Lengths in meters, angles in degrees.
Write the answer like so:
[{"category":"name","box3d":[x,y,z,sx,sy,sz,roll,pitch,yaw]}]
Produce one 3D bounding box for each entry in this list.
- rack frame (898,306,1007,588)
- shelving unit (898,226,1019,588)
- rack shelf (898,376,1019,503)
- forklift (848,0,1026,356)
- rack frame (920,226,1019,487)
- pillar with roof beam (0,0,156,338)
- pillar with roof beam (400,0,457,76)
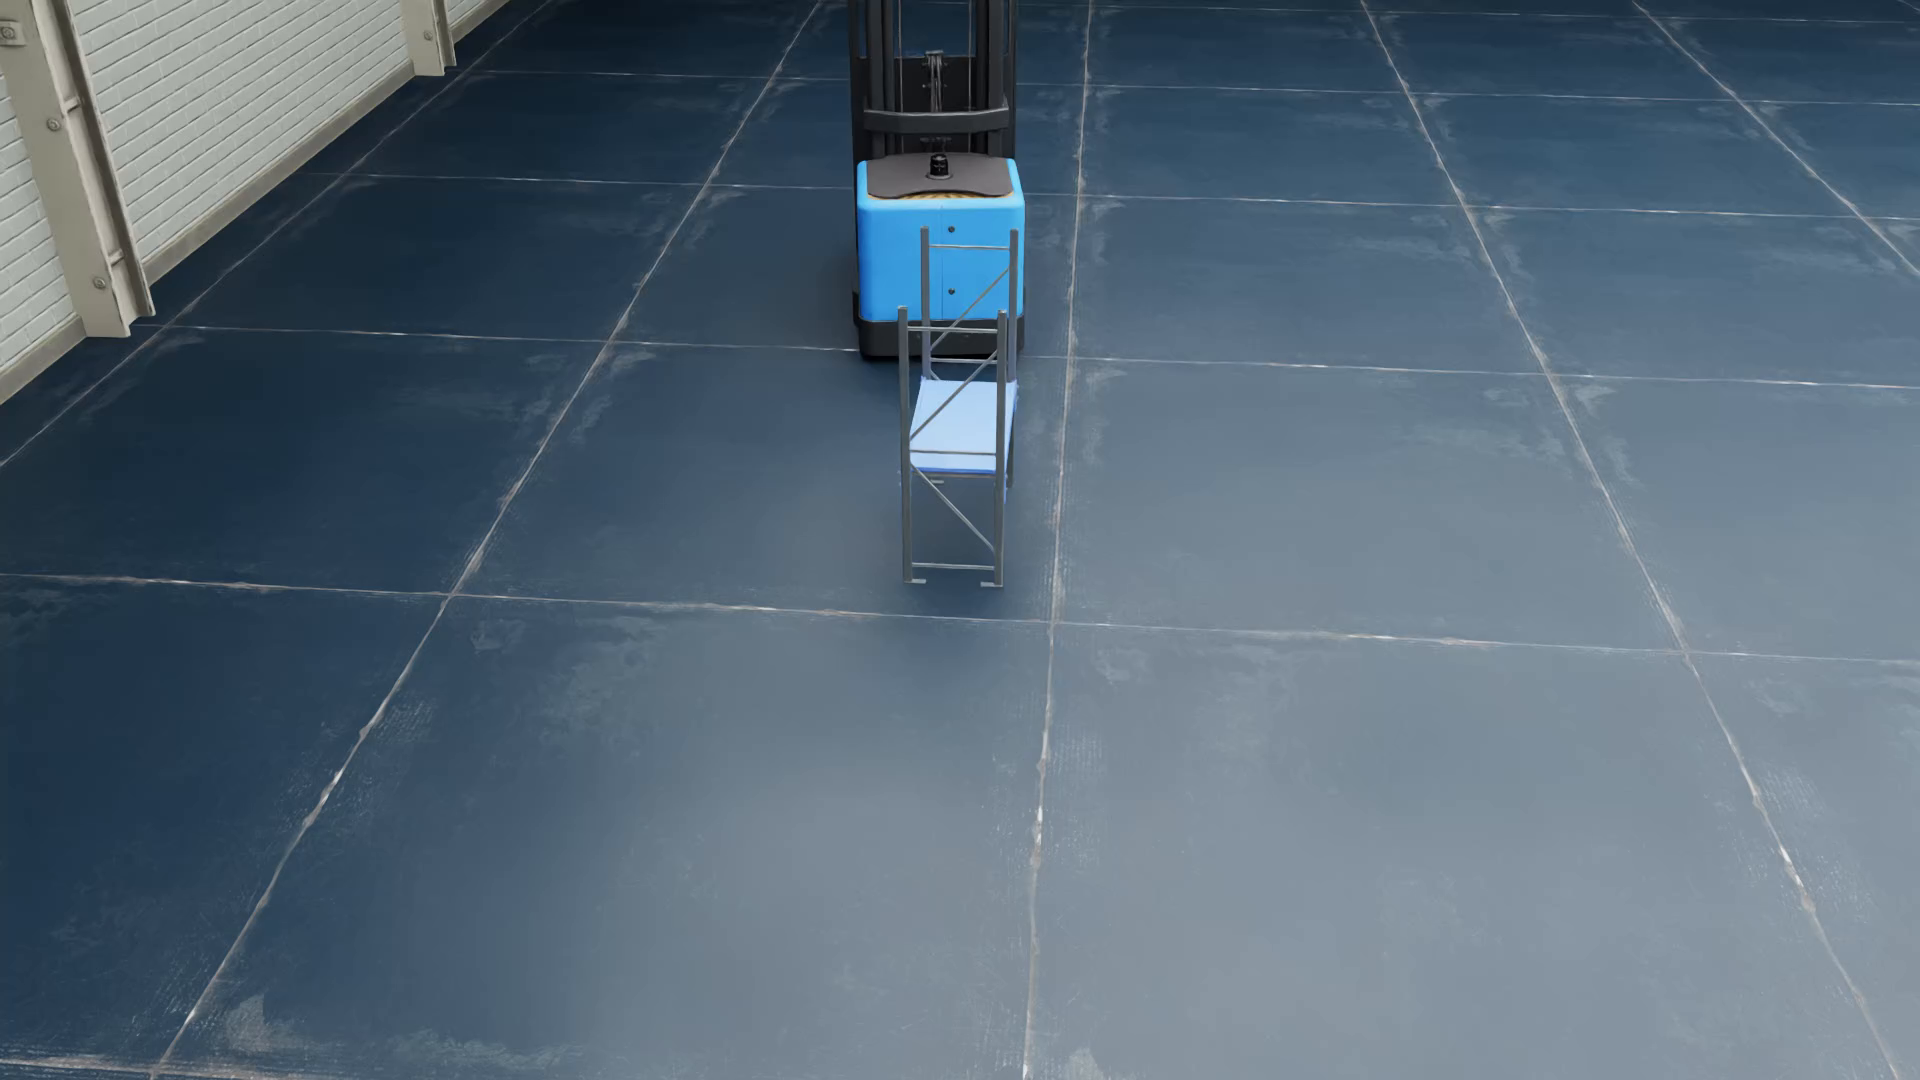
[{"category":"rack frame","box3d":[-0.034,-0.417,7.998,0.500,1.500,0.032,2,32,4]},{"category":"shelving unit","box3d":[0.007,-0.683,8.429,0.538,1.500,1.048,2,32,4]},{"category":"rack shelf","box3d":[0.007,-0.530,8.523,0.538,0.185,1.000,2,32,4]},{"category":"forklift","box3d":[-0.187,-3.150,11.068,1.130,2.935,3.031,-2,32,-3]},{"category":"rack frame","box3d":[0.048,-0.949,8.860,0.500,1.500,0.032,2,32,4]},{"category":"pillar with roof beam","box3d":[-1.309,-5.084,8.422,9.100,9.000,0.400,2,32,4]},{"category":"pillar with roof beam","box3d":[-0.821,-8.221,13.513,9.100,9.000,0.400,2,32,4]}]
